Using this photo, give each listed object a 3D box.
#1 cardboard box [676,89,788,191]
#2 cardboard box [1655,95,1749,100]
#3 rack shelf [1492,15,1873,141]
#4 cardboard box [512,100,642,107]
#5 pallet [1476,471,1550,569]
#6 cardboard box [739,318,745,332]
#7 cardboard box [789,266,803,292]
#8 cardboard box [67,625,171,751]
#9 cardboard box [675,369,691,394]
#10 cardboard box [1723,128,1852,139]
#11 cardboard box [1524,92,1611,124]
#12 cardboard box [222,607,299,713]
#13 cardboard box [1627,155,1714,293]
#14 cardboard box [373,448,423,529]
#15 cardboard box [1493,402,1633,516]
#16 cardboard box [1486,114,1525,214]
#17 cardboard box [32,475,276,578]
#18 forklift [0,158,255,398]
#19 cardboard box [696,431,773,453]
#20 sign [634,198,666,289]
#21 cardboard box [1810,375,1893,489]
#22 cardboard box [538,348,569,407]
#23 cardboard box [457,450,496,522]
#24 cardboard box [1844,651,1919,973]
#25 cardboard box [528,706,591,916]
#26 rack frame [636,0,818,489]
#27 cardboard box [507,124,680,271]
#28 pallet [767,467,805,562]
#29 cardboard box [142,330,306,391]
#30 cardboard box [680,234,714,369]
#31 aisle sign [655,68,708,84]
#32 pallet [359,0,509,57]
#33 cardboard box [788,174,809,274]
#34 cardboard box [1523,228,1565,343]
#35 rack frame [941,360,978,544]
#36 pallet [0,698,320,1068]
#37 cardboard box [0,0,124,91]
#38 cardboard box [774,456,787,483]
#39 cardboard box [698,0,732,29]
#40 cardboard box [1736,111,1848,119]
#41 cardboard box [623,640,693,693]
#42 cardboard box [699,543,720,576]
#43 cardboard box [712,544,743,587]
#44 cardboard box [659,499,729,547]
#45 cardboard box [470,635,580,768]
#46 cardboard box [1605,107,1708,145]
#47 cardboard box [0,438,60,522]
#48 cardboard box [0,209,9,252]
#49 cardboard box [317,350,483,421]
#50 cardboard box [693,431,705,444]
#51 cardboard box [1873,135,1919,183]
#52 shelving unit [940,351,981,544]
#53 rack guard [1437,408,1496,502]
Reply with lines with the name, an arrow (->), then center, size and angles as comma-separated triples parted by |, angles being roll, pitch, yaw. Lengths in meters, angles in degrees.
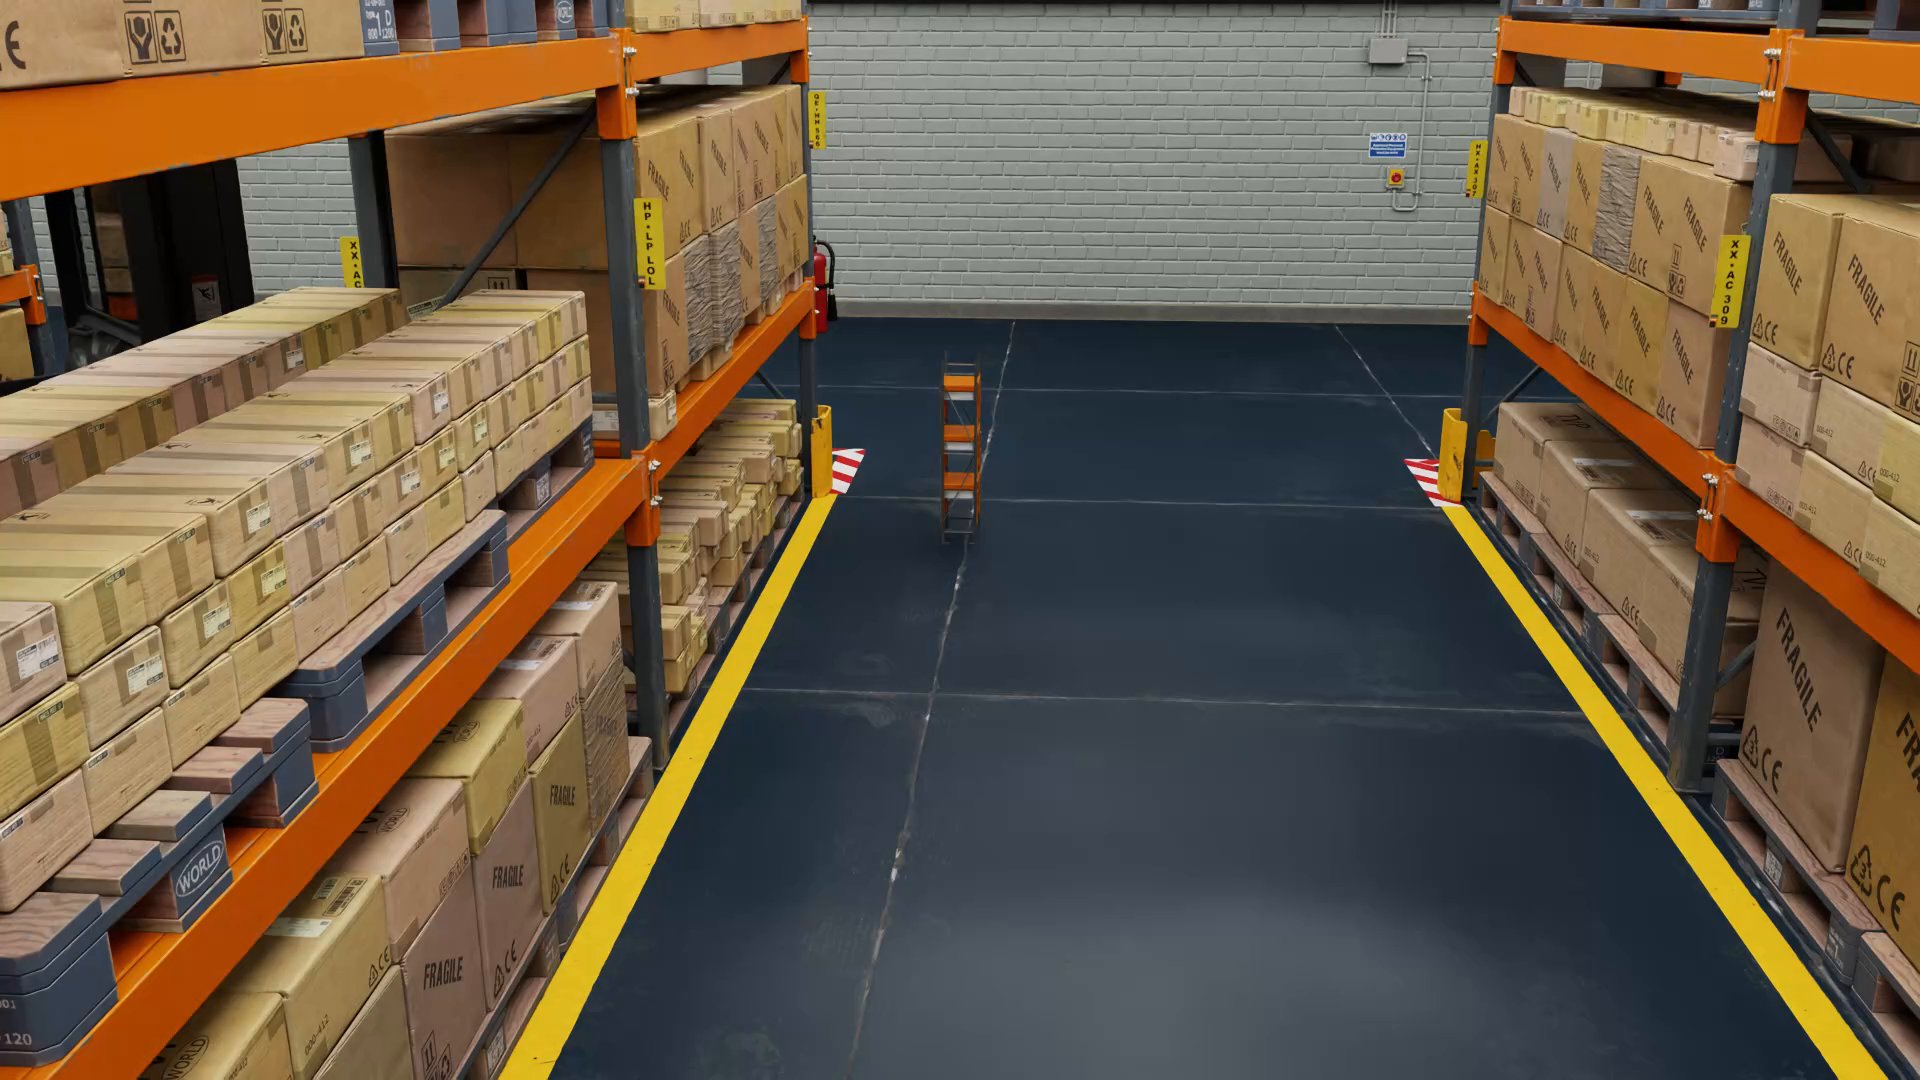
cardboard box -> -1.208, -2.131, 8.866 | 0.500, 0.500, 0.500 | 1, 18, 2
cardboard box -> 3.744, -2.169, 8.418 | 0.380, 0.149, 0.250 | 2, 18, 5
rack shelf -> 3.414, -2.155, 7.522 | 1.077, 0.370, 4.000 | 1, 18, 4
cardboard box -> -1.806, -1.826, 7.936 | 0.500, 0.500, 0.500 | 1, 18, 2
pallet -> 3.578, -0.118, 9.444 | 1.003, 0.211, 1.213 | 1, 18, 4
cardboard box -> -1.309, -1.147, 8.510 | 0.380, 0.149, 0.250 | 1, 18, 2
cardboard box -> -1.128, -1.545, 9.725 | 0.380, 0.149, 0.250 | 1, 18, 4
cardboard box -> -1.708, 0.261, 3.060 | 0.380, 0.149, 0.250 | 2, 18, 7
cardboard box -> -1.391, -0.741, 7.271 | 0.380, 0.149, 0.250 | 0, 18, 1
cardboard box -> 3.103, -1.464, 6.265 | 0.380, 0.149, 0.250 | 2, 18, 5
cardboard box -> 3.175, -2.259, 8.691 | 0.380, 0.149, 0.250 | 2, 18, 6
cardboard box -> -1.671, 0.247, 3.581 | 0.380, 0.149, 0.250 | 2, 18, 6
cardboard box -> 3.074, -1.283, 6.756 | 0.500, 0.500, 0.500 | 1, 18, 3
cardboard box -> -1.619, -0.139, 4.280 | 0.380, 0.149, 0.250 | 2, 18, 6
cardboard box -> 3.610, -0.468, 9.474 | 0.875, 0.438, 0.875 | 1, 18, 2
cardboard box -> 3.239, -2.073, 9.166 | 0.500, 0.500, 0.500 | 1, 18, 3
cardboard box -> -1.676, -0.031, 3.475 | 0.380, 0.149, 0.250 | 1, 18, 2
forklift -> -3.763, -0.719, 6.909 | 3.031, 2.935, 1.130 | -16, 24, -40
cardboard box -> -1.221, -0.491, 9.051 | 0.380, 0.149, 0.250 | 1, 18, 2
sign -> -1.120, -1.069, 6.008 | 0.100, 0.325, 0.005 | 1, 18, 4
cardboard box -> 2.949, -0.324, 5.033 | 0.500, 0.250, 0.500 | 2, 18, 5
cardboard box -> -1.523, -0.542, 5.510 | 0.380, 0.149, 0.250 | 1, 18, 4
cardboard box -> -1.575, -0.160, 4.823 | 0.380, 0.149, 0.250 | 1, 18, 2
cardboard box -> 3.249, 0.834, 4.797 | 0.875, 0.875, 0.875 | 2, 18, 6
cardboard box -> -1.513, 0.853, 5.342 | 0.500, 0.500, 0.500 | 1, 18, 3
rack frame -> -1.387, -1.772, 10.014 | 1.000, 3.000, 0.127 | 1, 18, 4
cardboard box -> -1.398, -1.329, 6.416 | 0.500, 0.500, 0.500 | 2, 18, 5
pallet -> -1.486, -0.172, 9.609 | 1.003, 0.211, 1.213 | 1, 18, 4
cardboard box -> -2.216, -0.537, 5.018 | 0.380, 0.149, 0.250 | 1, 18, 3
cardboard box -> -1.359, -1.021, 7.083 | 0.500, 0.500, 0.500 | 1, 18, 4
aisle sign -> -1.681, -3.037, 9.699 | 0.394, 0.787, 0.004 | 1, 18, 4
pallet -> -1.895, -1.354, 4.224 | 1.213, 0.211, 1.003 | 1, 18, 4
cardboard box -> -1.162, -1.816, 9.509 | 0.500, 0.500, 0.500 | 2, 18, 5
cardboard box -> 3.174, -1.283, 8.359 | 0.500, 0.500, 0.500 | 1, 18, 4
rack frame -> -0.005, -0.478, 9.195 | 0.200, 1.050, 0.008 | 1, 18, 4
pallet -> -2.016, 0.580, 3.144 | 1.213, 0.211, 1.003 | 1, 18, 4
cardboard box -> -1.654, -0.932, 2.472 | 0.500, 0.500, 0.500 | 1, 18, 4
cardboard box -> -1.176, -0.427, 9.334 | 0.380, 0.149, 0.250 | 1, 18, 2
cardboard box -> -1.294, -2.339, 7.167 | 0.500, 0.250, 0.500 | 2, 18, 6
cardboard box -> 3.594, -1.772, 7.205 | 0.380, 0.149, 0.250 | 1, 18, 4
cardboard box -> -1.327, 0.519, 6.924 | 0.380, 0.149, 0.250 | 0, 18, 2
cardboard box -> -1.353, 0.053, 7.871 | 0.380, 0.149, 0.250 | 2, 18, 6
cardboard box -> -1.275, 0.116, 8.157 | 0.380, 0.149, 0.250 | 1, 18, 2
cardboard box -> -1.299, -0.082, 7.806 | 0.380, 0.149, 0.250 | 2, 18, 5
cardboard box -> -1.525, 0.498, 5.220 | 0.500, 0.250, 0.500 | 2, 18, 7
cardboard box -> 3.133, -1.857, 7.464 | 0.380, 0.149, 0.250 | 1, 18, 4
cardboard box -> -2.305, -0.130, 3.776 | 0.380, 0.149, 0.250 | 1, 18, 4
cardboard box -> -6.097, -1.828, 9.947 | 0.500, 0.250, 0.500 | 1, 18, 3
cardboard box -> -1.586, -0.442, 4.729 | 0.380, 0.149, 0.250 | 1, 18, 2
cardboard box -> -1.663, -0.656, 9.557 | 0.380, 0.149, 0.250 | 2, 18, 5
cardboard box -> 3.552, -1.374, 5.991 | 0.380, 0.149, 0.250 | 1, 18, 3
shelving unit -> 0.004, -0.516, 9.310 | 0.215, 1.050, 0.252 | 1, 18, 4
rack guard -> 3.559, -0.513, 10.185 | 1.175, 0.500, 0.348 | 1, 18, 4
